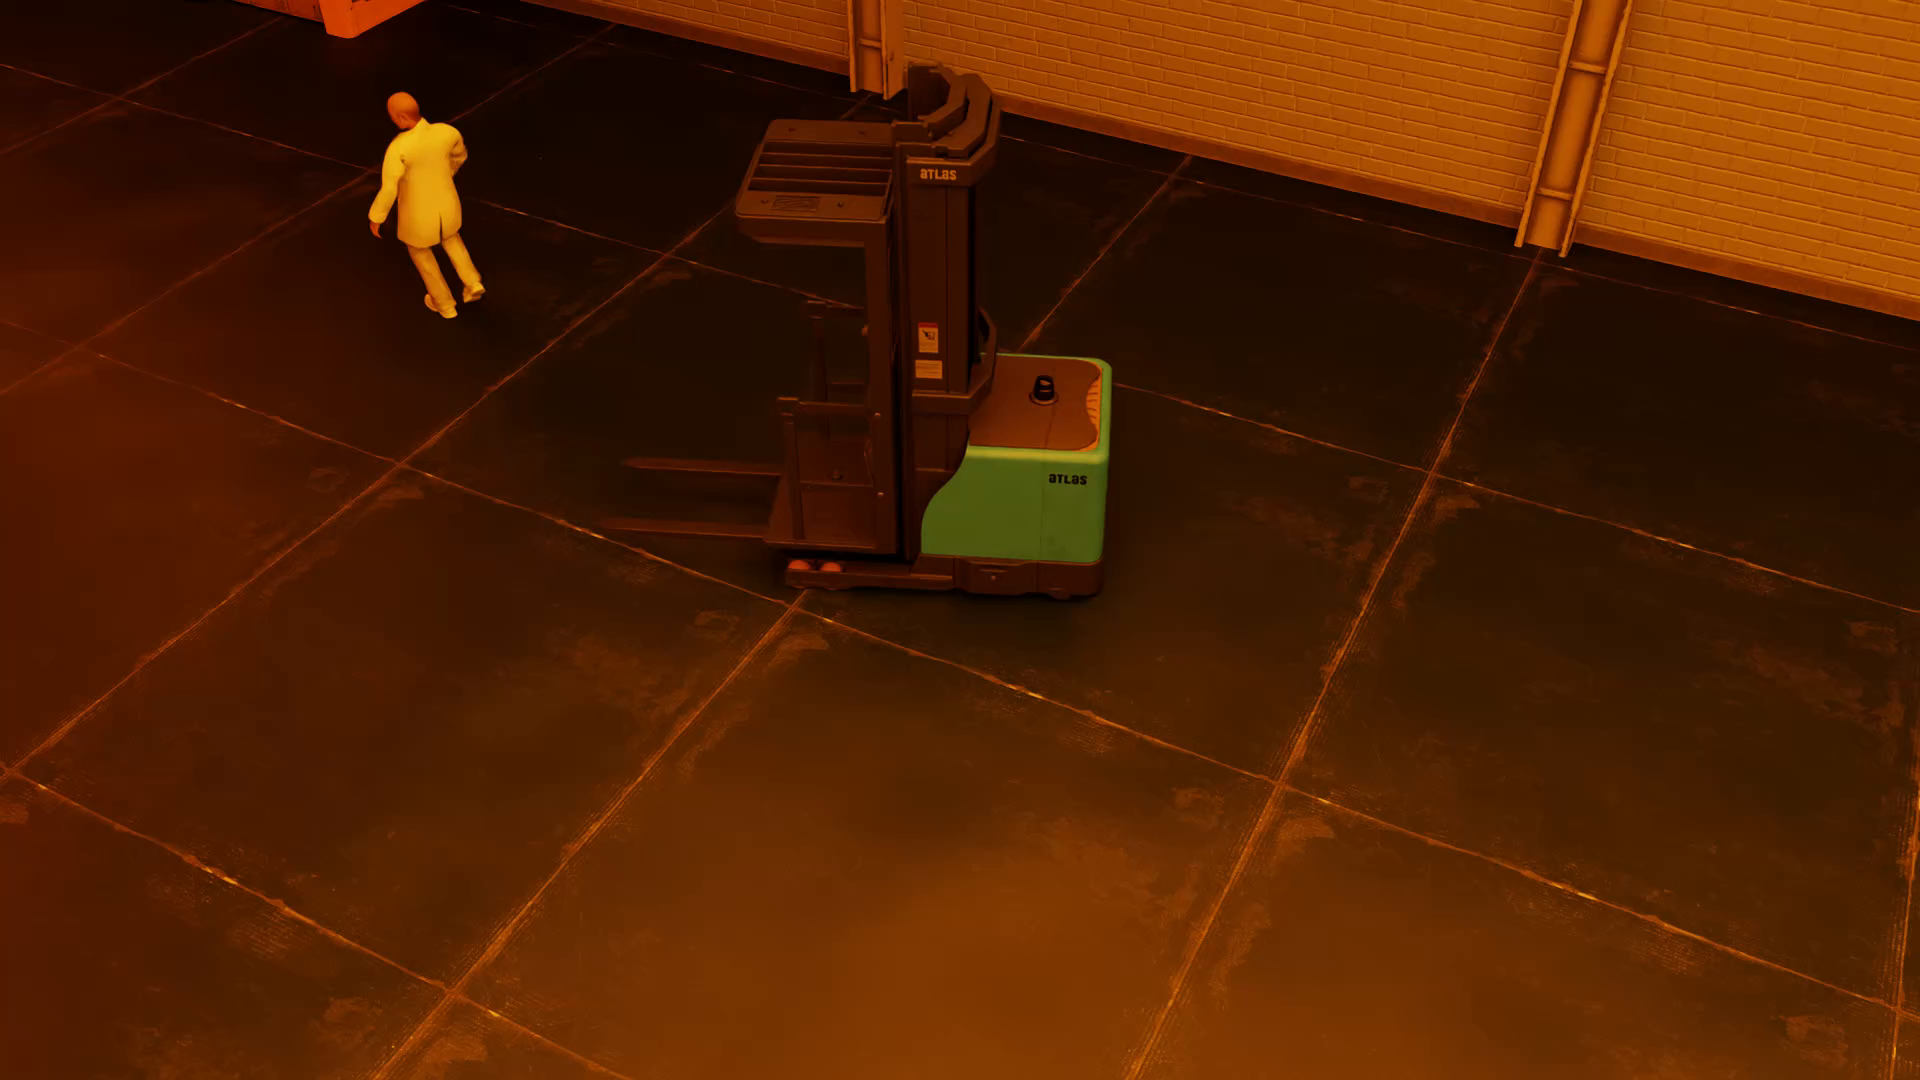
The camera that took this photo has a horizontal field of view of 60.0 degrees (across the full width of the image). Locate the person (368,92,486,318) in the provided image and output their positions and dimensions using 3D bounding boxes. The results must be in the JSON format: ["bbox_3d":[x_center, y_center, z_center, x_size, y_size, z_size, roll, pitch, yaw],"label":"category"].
[{"bbox_3d":[-3.786,-2.337,11.695,0.829,1.749,0.524,-30,49,-31],"label":"person"}]

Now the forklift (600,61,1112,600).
[{"bbox_3d":[-0.631,-1.158,9.362,3.031,2.935,1.130,3,40,4],"label":"forklift"}]
